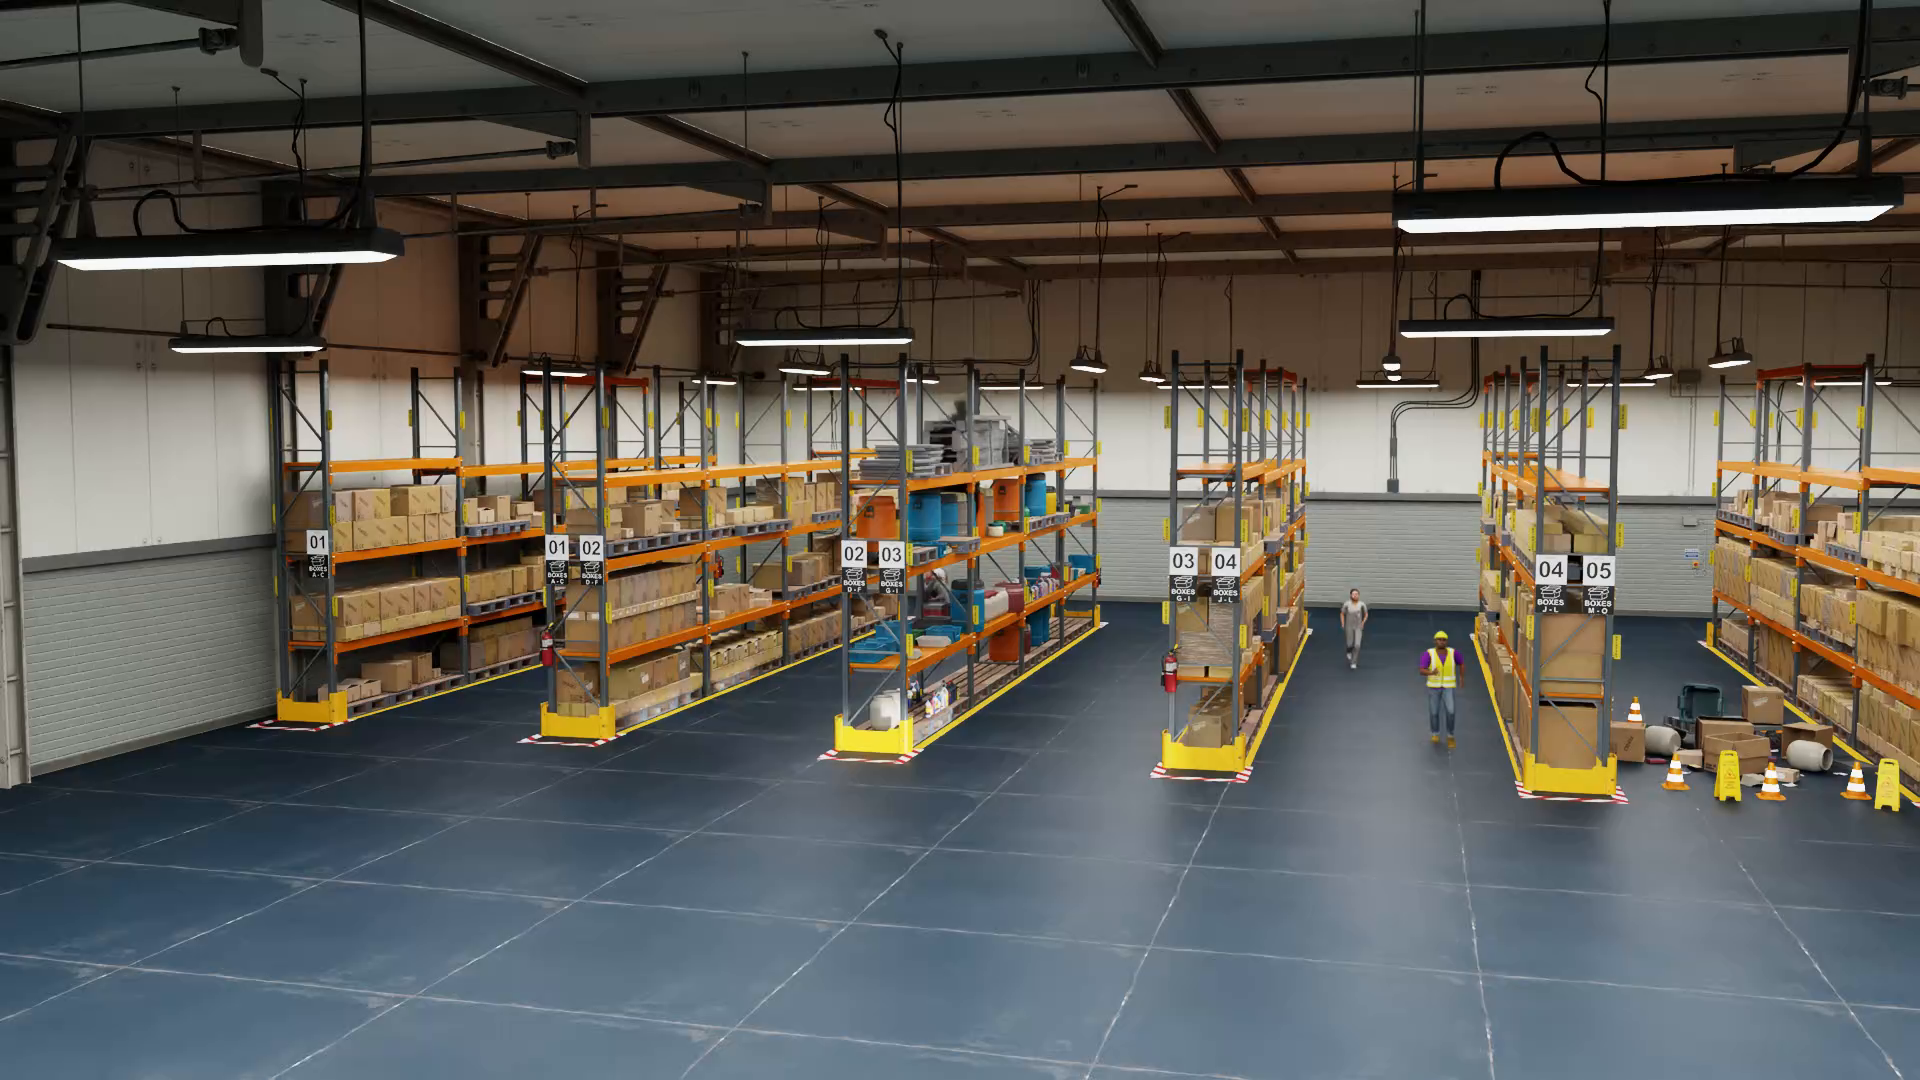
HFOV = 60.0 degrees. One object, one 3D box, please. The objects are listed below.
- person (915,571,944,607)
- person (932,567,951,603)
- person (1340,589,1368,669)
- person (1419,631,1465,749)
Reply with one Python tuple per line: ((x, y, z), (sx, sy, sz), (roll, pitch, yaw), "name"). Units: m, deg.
((-0.641, 1.391, 33.827), (0.663, 1.649, 0.765), (1, 4, 18), "person")
((-0.566, 1.180, 42.111), (0.609, 1.661, 0.773), (-4, 6, -43), "person")
((7.980, 1.791, 33.678), (0.549, 1.595, 0.603), (1, 4, 12), "person")
((7.381, 2.301, 25.468), (0.691, 1.820, 0.713), (1, 4, 13), "person")
